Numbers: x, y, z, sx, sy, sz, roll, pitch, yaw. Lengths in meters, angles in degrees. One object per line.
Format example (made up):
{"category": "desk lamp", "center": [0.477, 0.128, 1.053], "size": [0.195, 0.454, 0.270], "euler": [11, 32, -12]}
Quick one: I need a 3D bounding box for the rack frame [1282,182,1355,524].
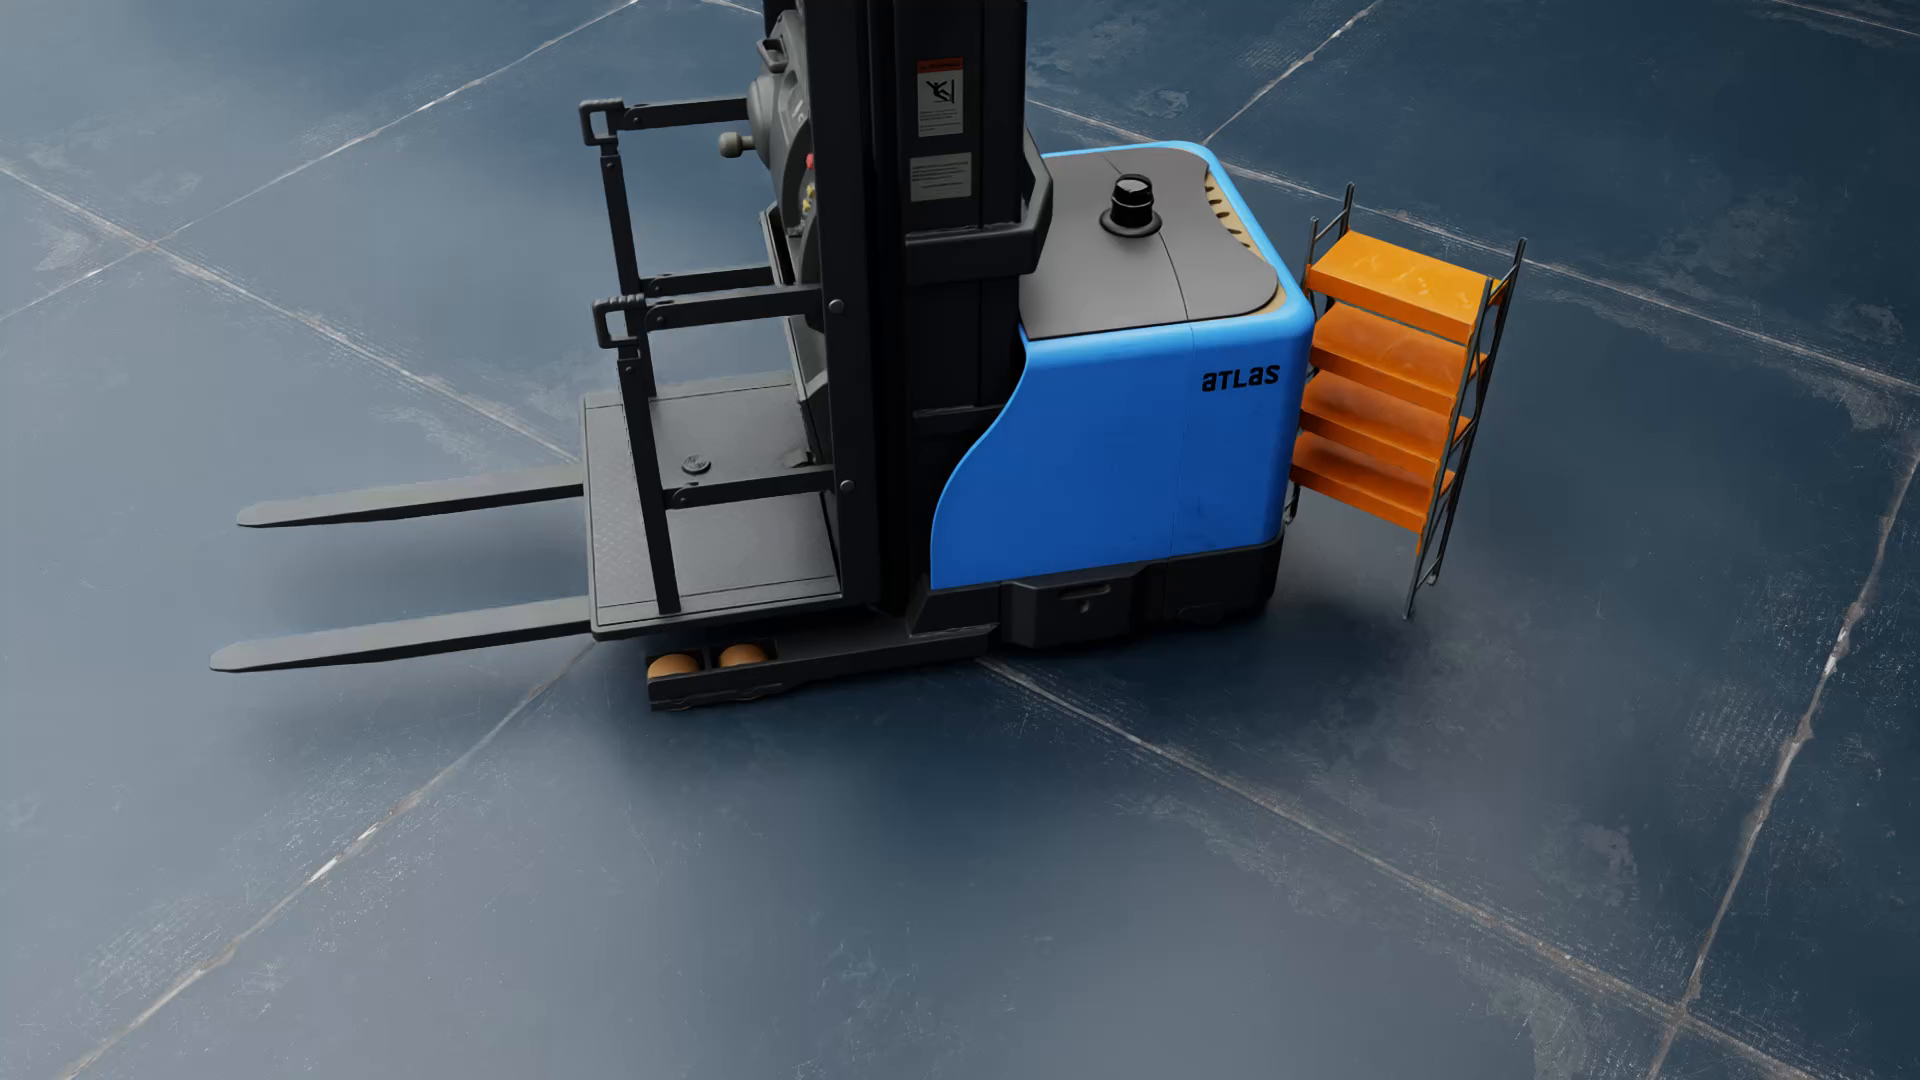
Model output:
{"category": "rack frame", "center": [1.003, -0.464, 4.868], "size": [0.015, 1.200, 0.240], "euler": [25, 48, 26]}

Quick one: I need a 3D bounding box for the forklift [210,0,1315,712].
{"category": "forklift", "center": [-0.625, -0.994, 4.163], "size": [3.031, 2.935, 1.130], "euler": [-8, 42, -9]}

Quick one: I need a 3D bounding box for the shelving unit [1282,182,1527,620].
{"category": "shelving unit", "center": [1.202, -0.369, 4.763], "size": [0.503, 1.200, 0.258], "euler": [25, 48, 26]}

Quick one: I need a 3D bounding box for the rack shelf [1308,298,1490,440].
{"category": "rack shelf", "center": [1.202, -0.486, 4.658], "size": [0.480, 0.148, 0.258], "euler": [25, 48, 26]}

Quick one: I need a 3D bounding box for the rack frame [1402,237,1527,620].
{"category": "rack frame", "center": [1.400, -0.274, 4.657], "size": [0.015, 1.200, 0.240], "euler": [25, 48, 26]}

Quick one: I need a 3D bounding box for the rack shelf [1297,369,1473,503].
{"category": "rack shelf", "center": [1.202, -0.319, 4.807], "size": [0.480, 0.148, 0.258], "euler": [25, 48, 26]}

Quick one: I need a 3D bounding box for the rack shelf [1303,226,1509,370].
{"category": "rack shelf", "center": [1.202, -0.662, 4.501], "size": [0.480, 0.148, 0.258], "euler": [25, 48, 26]}

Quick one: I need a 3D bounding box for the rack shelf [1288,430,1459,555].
{"category": "rack shelf", "center": [1.202, -0.171, 4.940], "size": [0.480, 0.148, 0.258], "euler": [25, 48, 26]}
